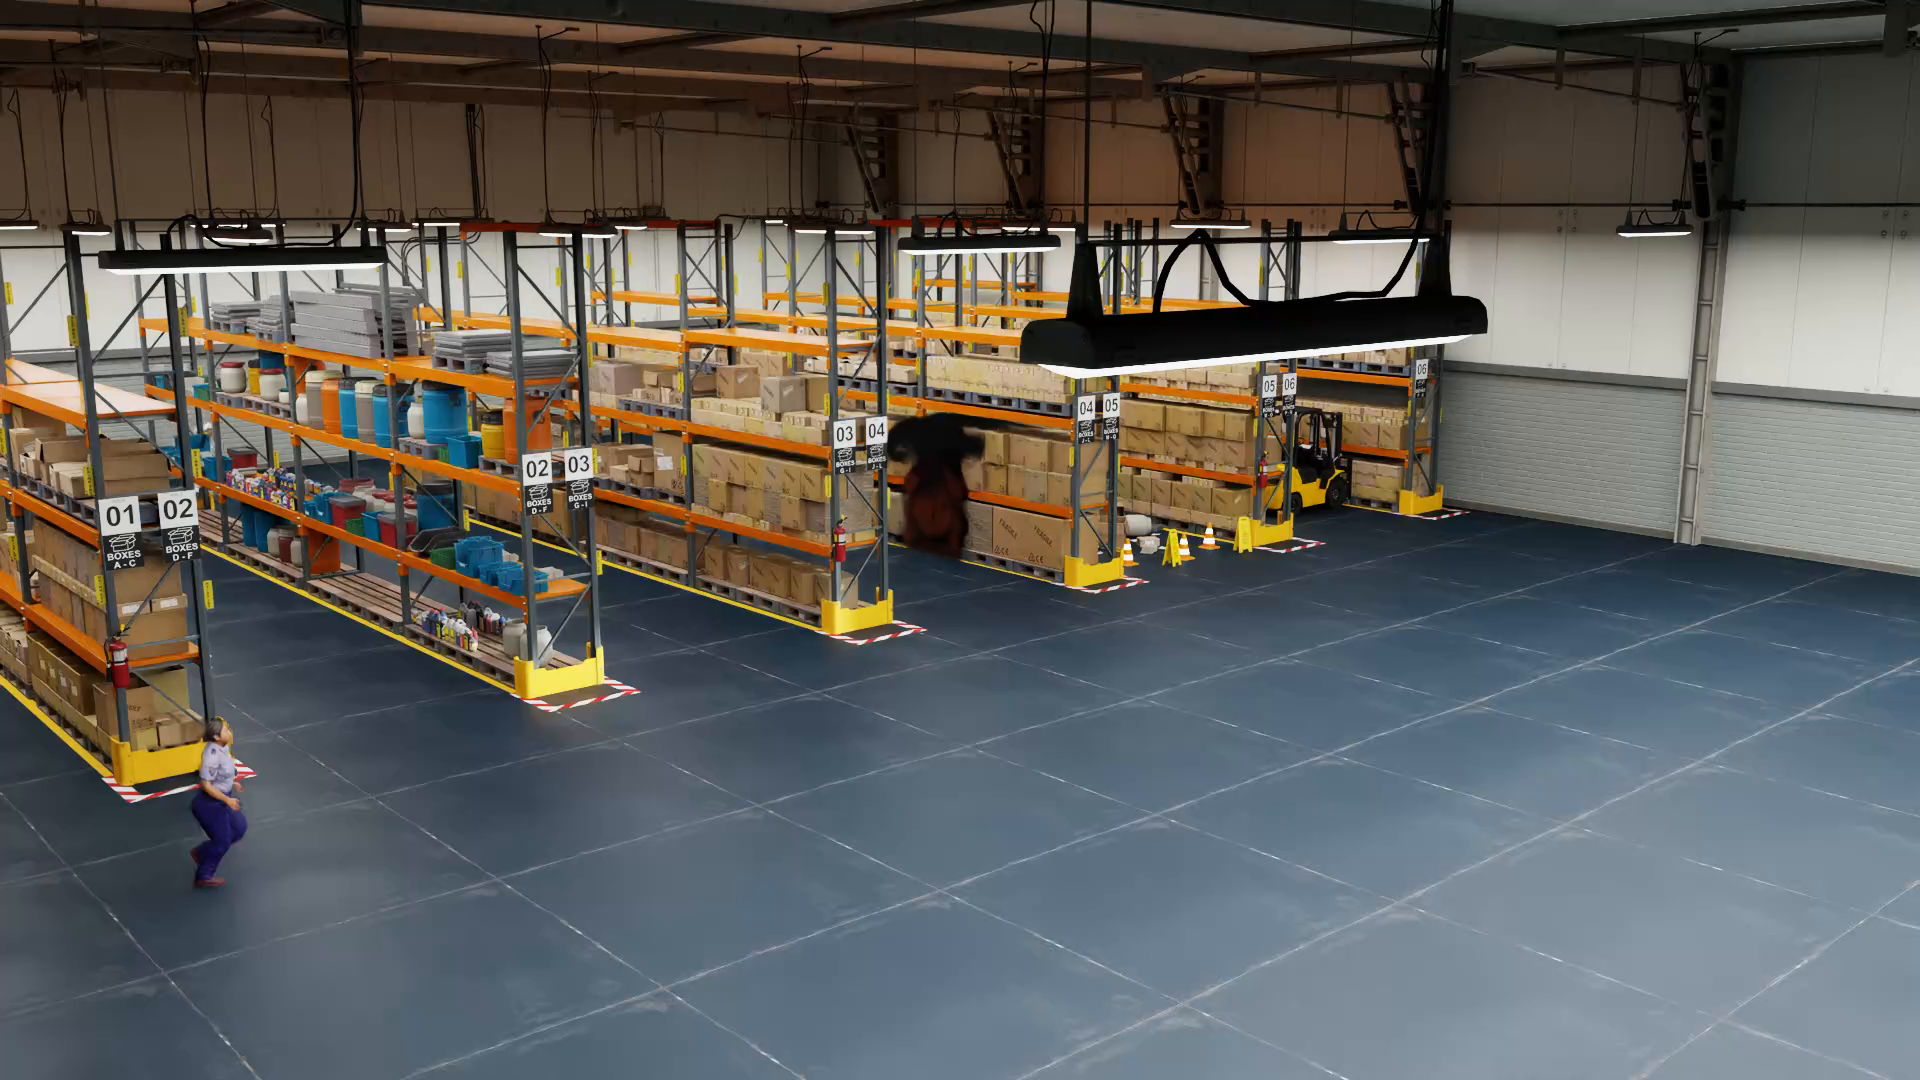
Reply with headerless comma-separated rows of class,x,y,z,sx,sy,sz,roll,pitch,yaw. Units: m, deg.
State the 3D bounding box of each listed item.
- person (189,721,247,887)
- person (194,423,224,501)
person,-7.026,2.481,15.654,0.519,1.587,0.582,-3,12,-17
person,-16.203,-1.665,35.721,0.725,1.677,0.832,0,11,0
